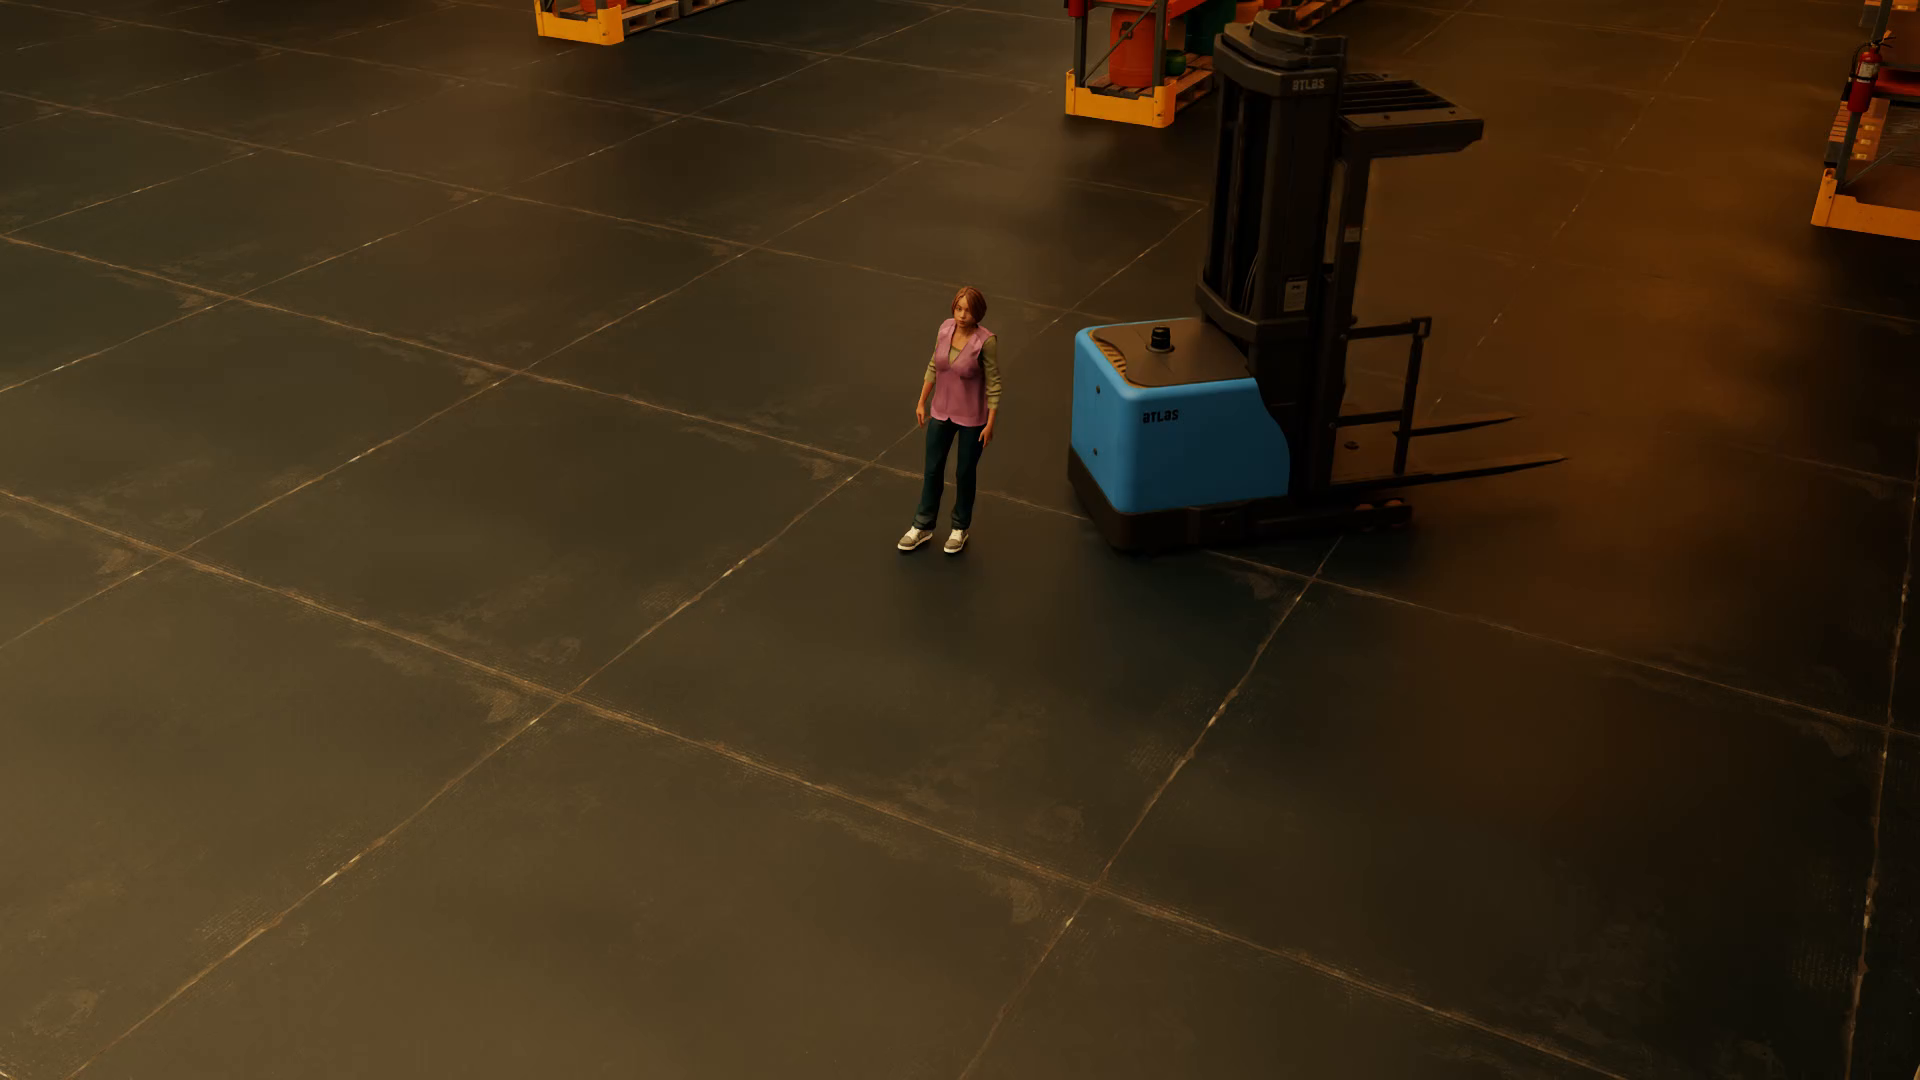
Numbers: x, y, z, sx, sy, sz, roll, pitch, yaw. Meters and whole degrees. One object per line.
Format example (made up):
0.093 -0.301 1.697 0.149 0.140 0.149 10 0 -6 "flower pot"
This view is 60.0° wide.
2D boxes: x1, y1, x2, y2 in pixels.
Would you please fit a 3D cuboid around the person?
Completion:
-0.048 -0.669 9.550 0.521 1.597 0.474 15 33 25 "person"

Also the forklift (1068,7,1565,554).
2.257 -1.572 9.794 3.031 2.935 1.130 -7 31 -12 "forklift"
